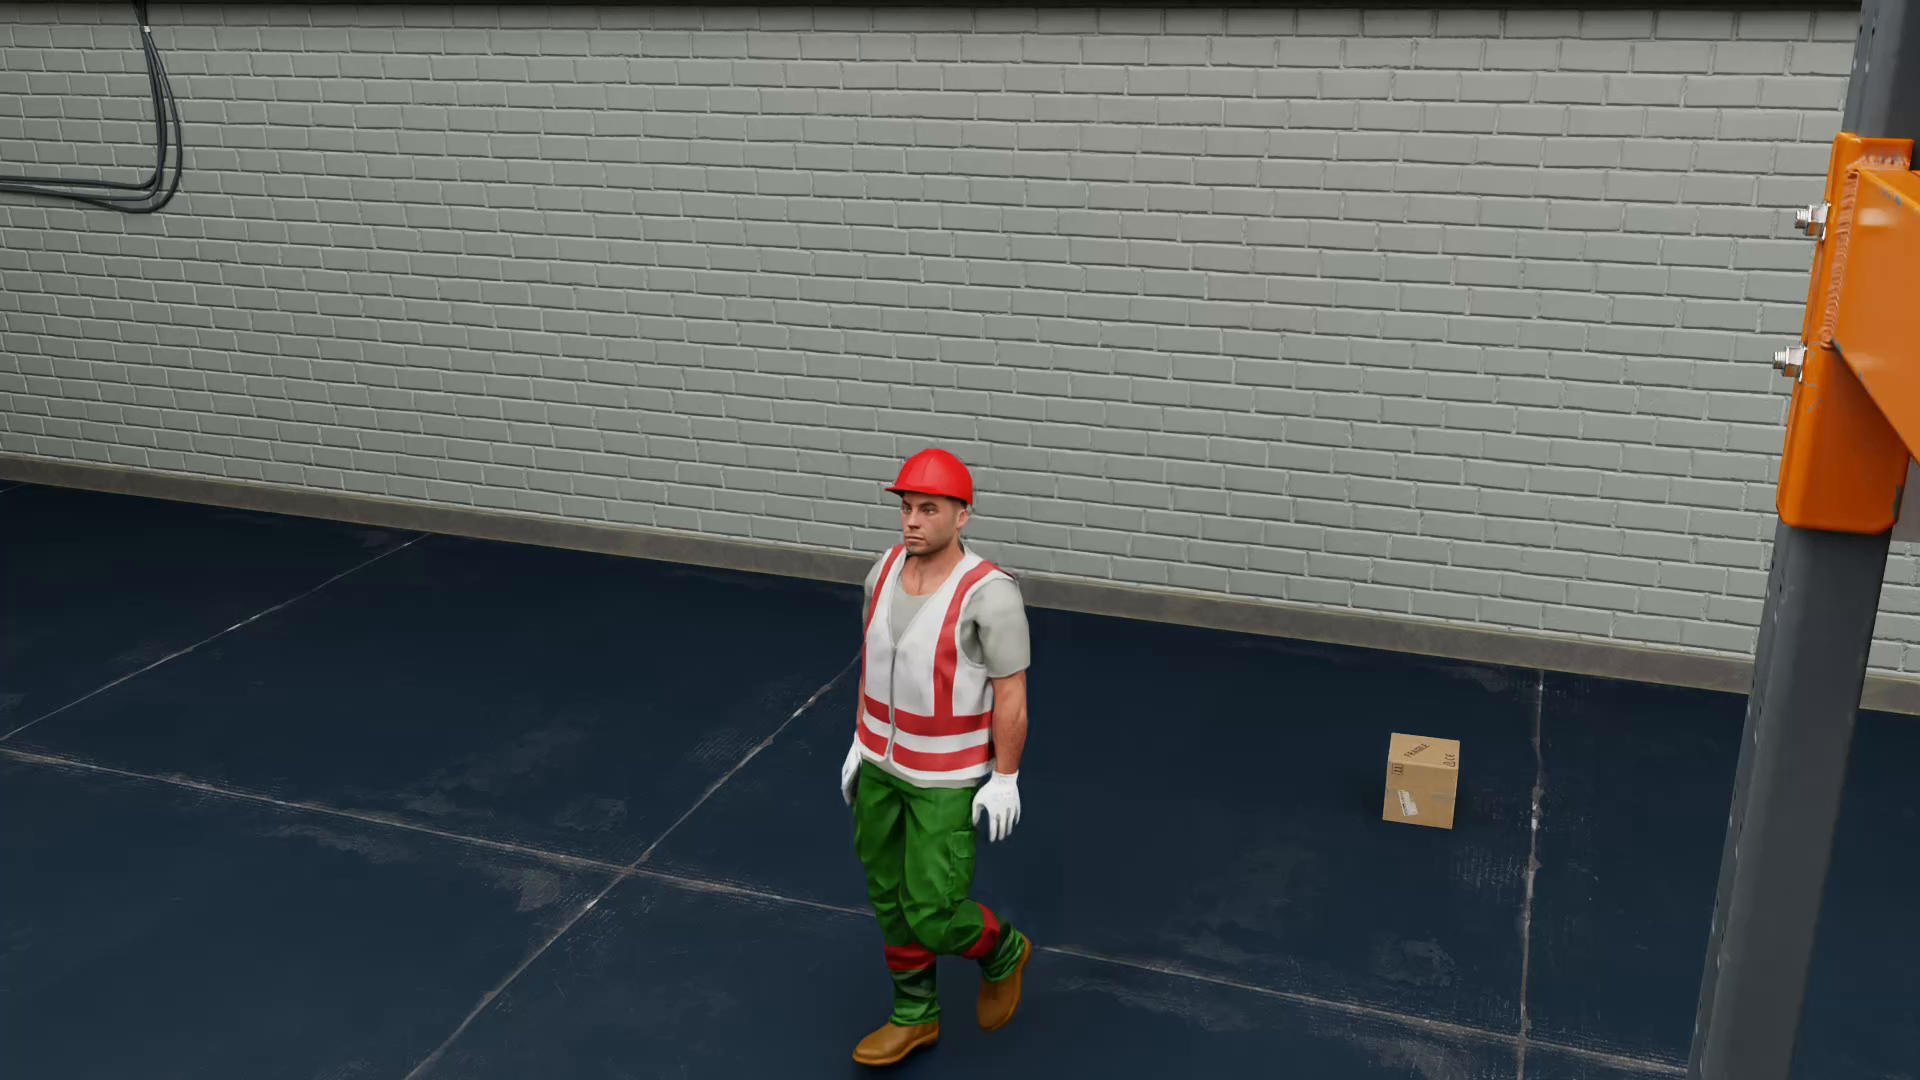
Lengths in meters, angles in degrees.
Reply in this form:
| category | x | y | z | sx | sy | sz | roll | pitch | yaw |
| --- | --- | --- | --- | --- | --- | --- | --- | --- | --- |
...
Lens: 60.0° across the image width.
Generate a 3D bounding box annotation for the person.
| category | x | y | z | sx | sy | sz | roll | pitch | yaw |
| --- | --- | --- | --- | --- | --- | --- | --- | --- | --- |
| person | -0.078 | 0.617 | 4.605 | 0.560 | 1.778 | 0.542 | 15 | 24 | 39 |
